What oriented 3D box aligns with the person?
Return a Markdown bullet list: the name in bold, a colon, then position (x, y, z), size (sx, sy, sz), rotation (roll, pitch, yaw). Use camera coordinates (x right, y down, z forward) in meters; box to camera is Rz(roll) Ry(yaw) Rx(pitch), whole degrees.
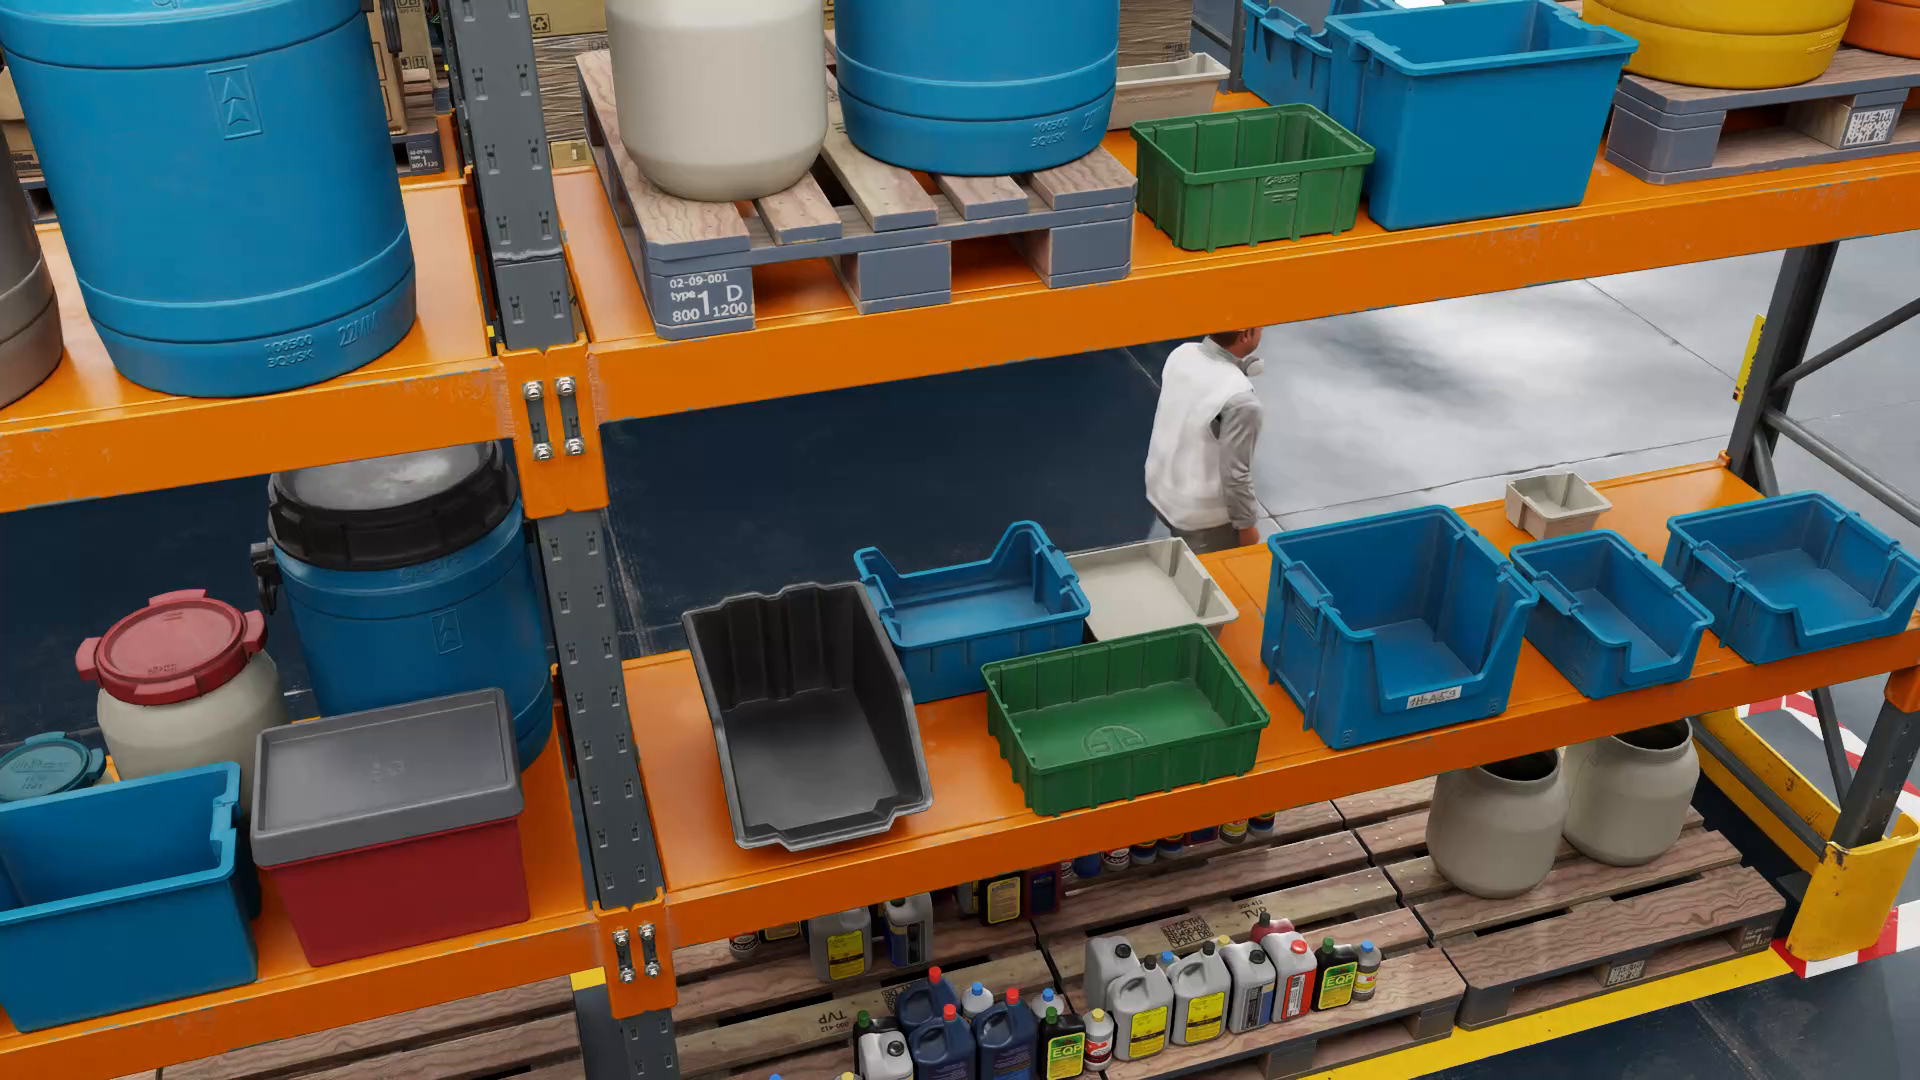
- **person**: position (0.954, -0.164, 6.363), size (0.472, 1.772, 0.594), rotation (-12, 36, -17)
